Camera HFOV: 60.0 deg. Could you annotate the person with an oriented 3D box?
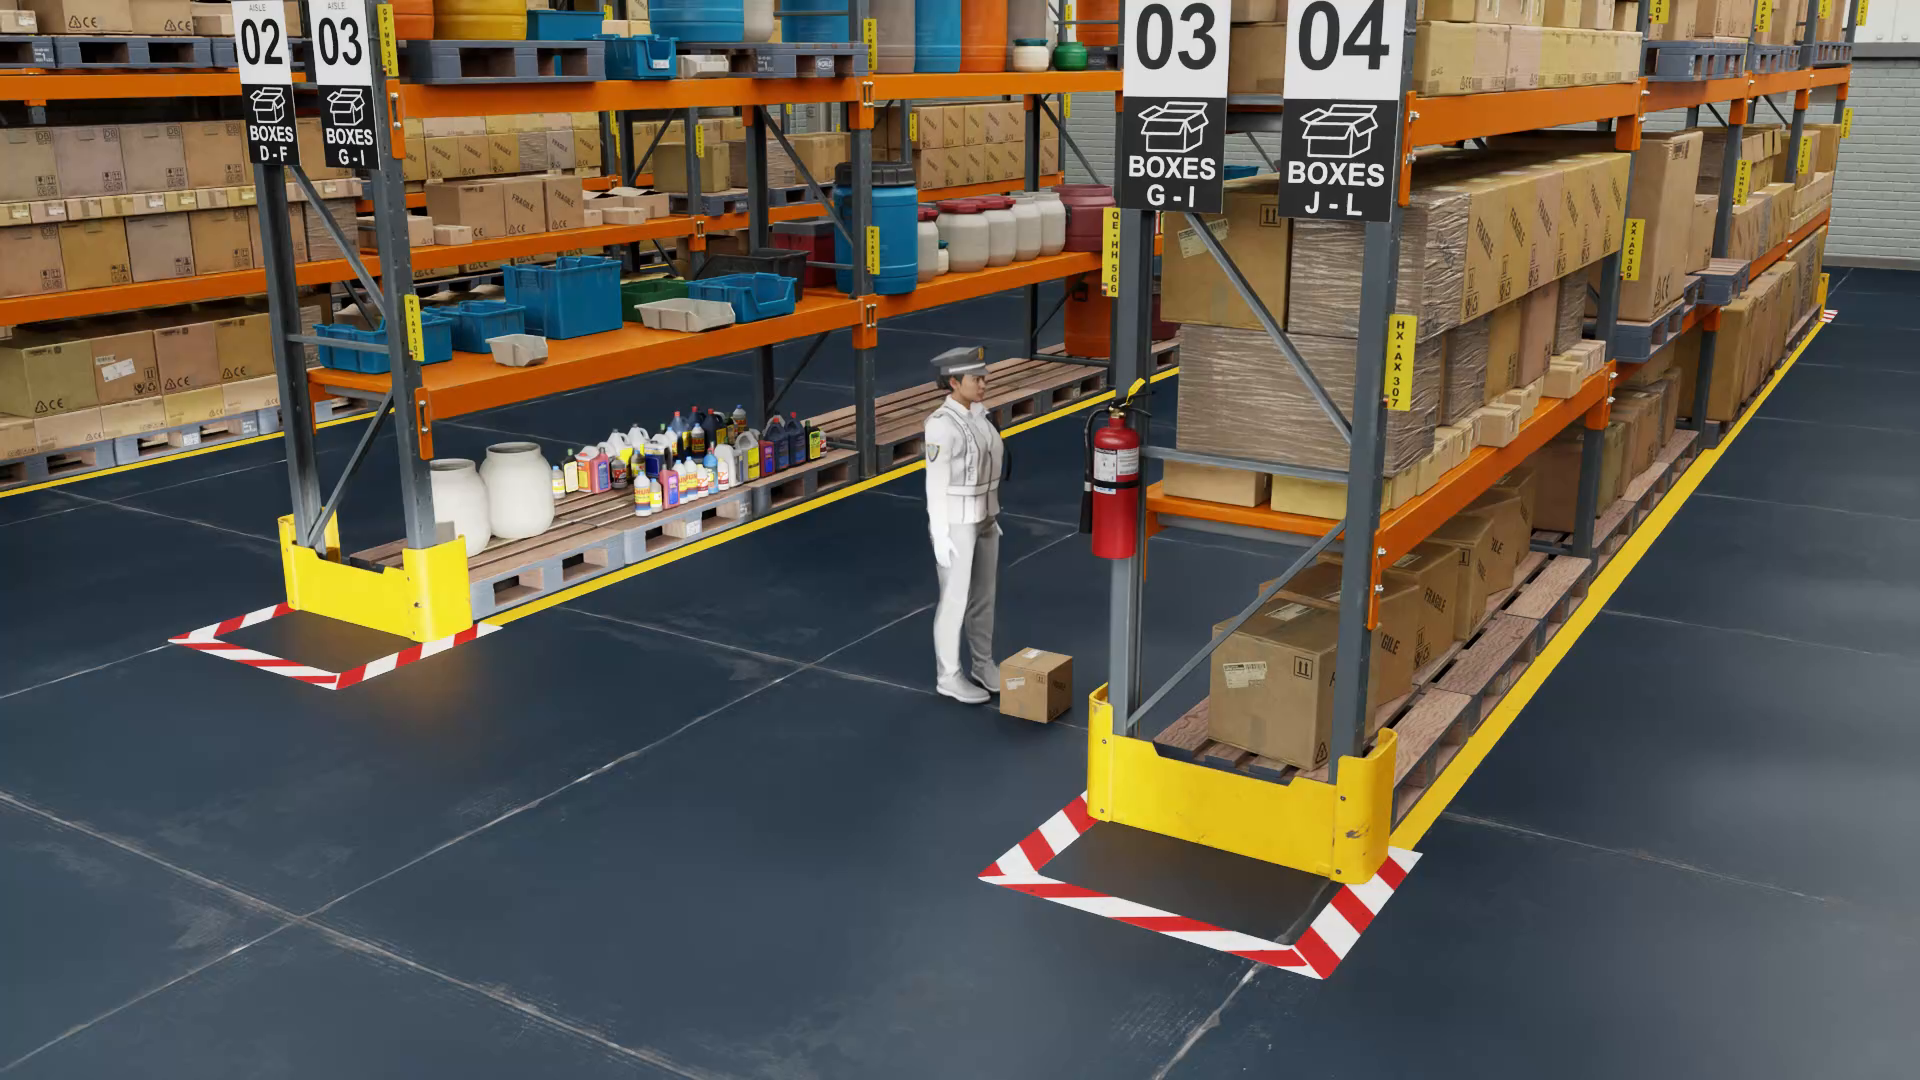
[{"bbox_3d":[0.033,-0.074,7.736,0.345,1.684,0.500,10,19,30],"label":"person"}]
